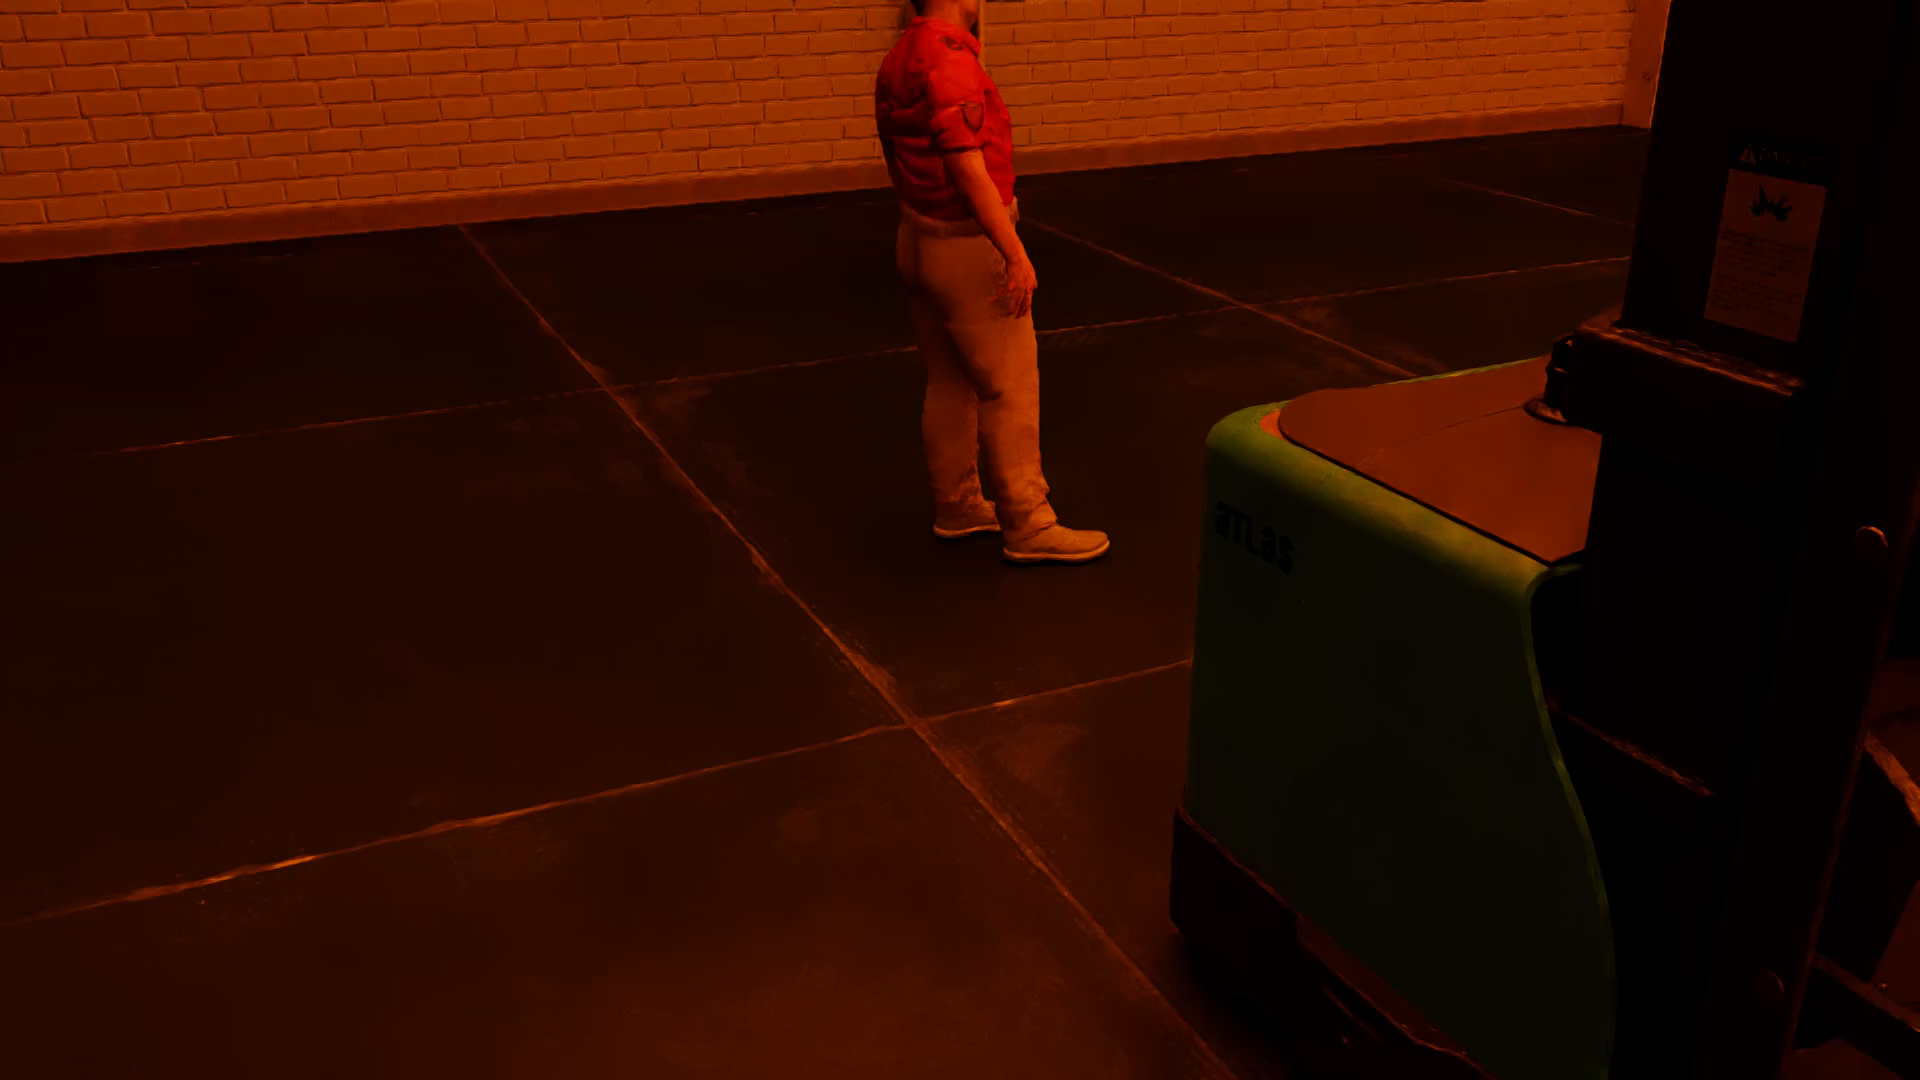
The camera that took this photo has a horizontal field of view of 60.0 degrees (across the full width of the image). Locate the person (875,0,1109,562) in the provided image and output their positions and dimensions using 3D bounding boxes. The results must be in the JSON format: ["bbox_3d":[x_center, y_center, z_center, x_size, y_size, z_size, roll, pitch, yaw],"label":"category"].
[{"bbox_3d":[0.086,-0.815,4.797,0.550,1.727,0.640,-10,25,-23],"label":"person"}]

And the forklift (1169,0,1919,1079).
[{"bbox_3d":[1.518,-0.161,1.673,1.130,2.935,3.031,-11,25,-25],"label":"forklift"}]
